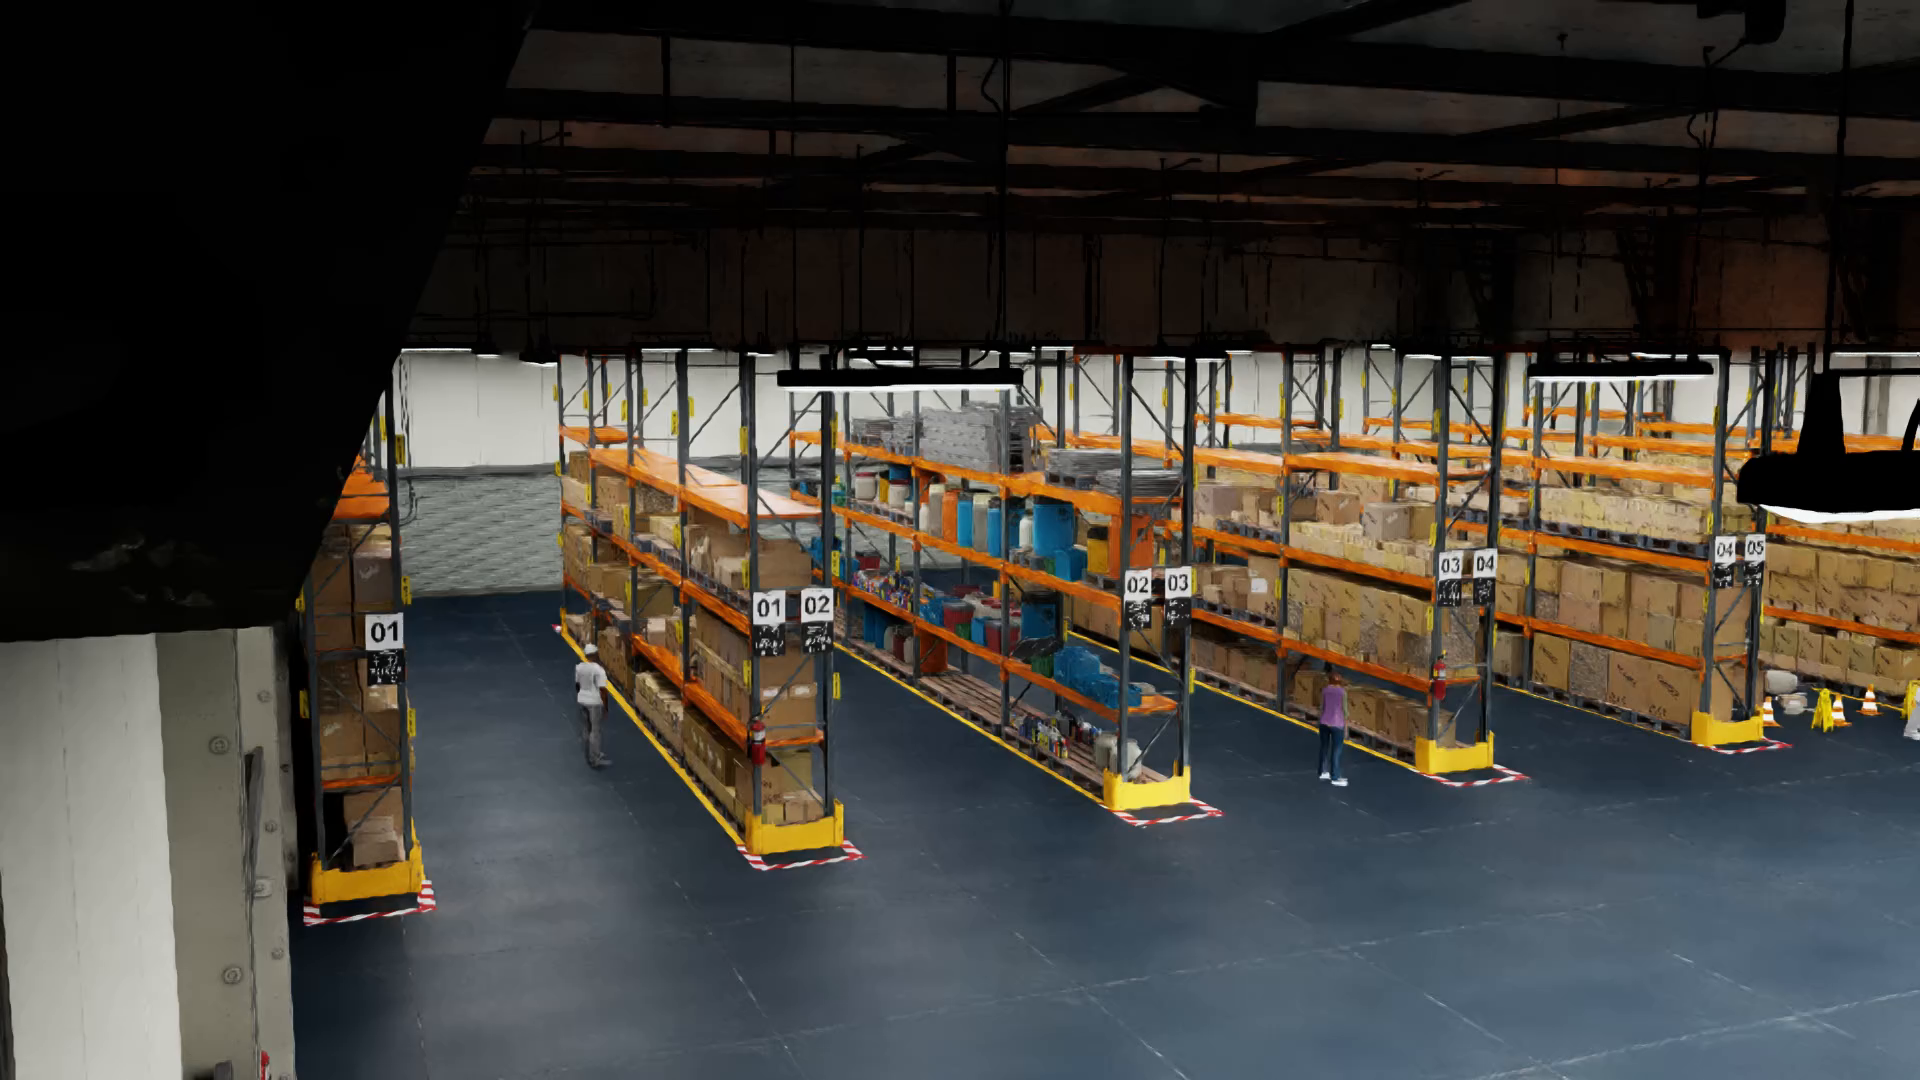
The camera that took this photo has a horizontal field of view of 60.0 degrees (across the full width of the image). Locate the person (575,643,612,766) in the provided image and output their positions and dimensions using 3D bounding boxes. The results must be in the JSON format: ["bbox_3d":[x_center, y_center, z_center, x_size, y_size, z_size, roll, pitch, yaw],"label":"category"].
[{"bbox_3d":[-5.314,2.370,24.208,0.632,1.771,0.447,5,9,37],"label":"person"}]

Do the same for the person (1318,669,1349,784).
[{"bbox_3d":[5.210,2.589,23.195,0.469,1.602,0.399,6,9,38],"label":"person"}]

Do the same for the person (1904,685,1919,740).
[{"bbox_3d":[14.948,2.350,25.444,0.736,1.526,0.902,-2,8,-16],"label":"person"}]

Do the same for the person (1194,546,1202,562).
[{"bbox_3d":[5.965,0.112,42.082,0.656,1.766,0.494,5,9,32],"label":"person"}]
